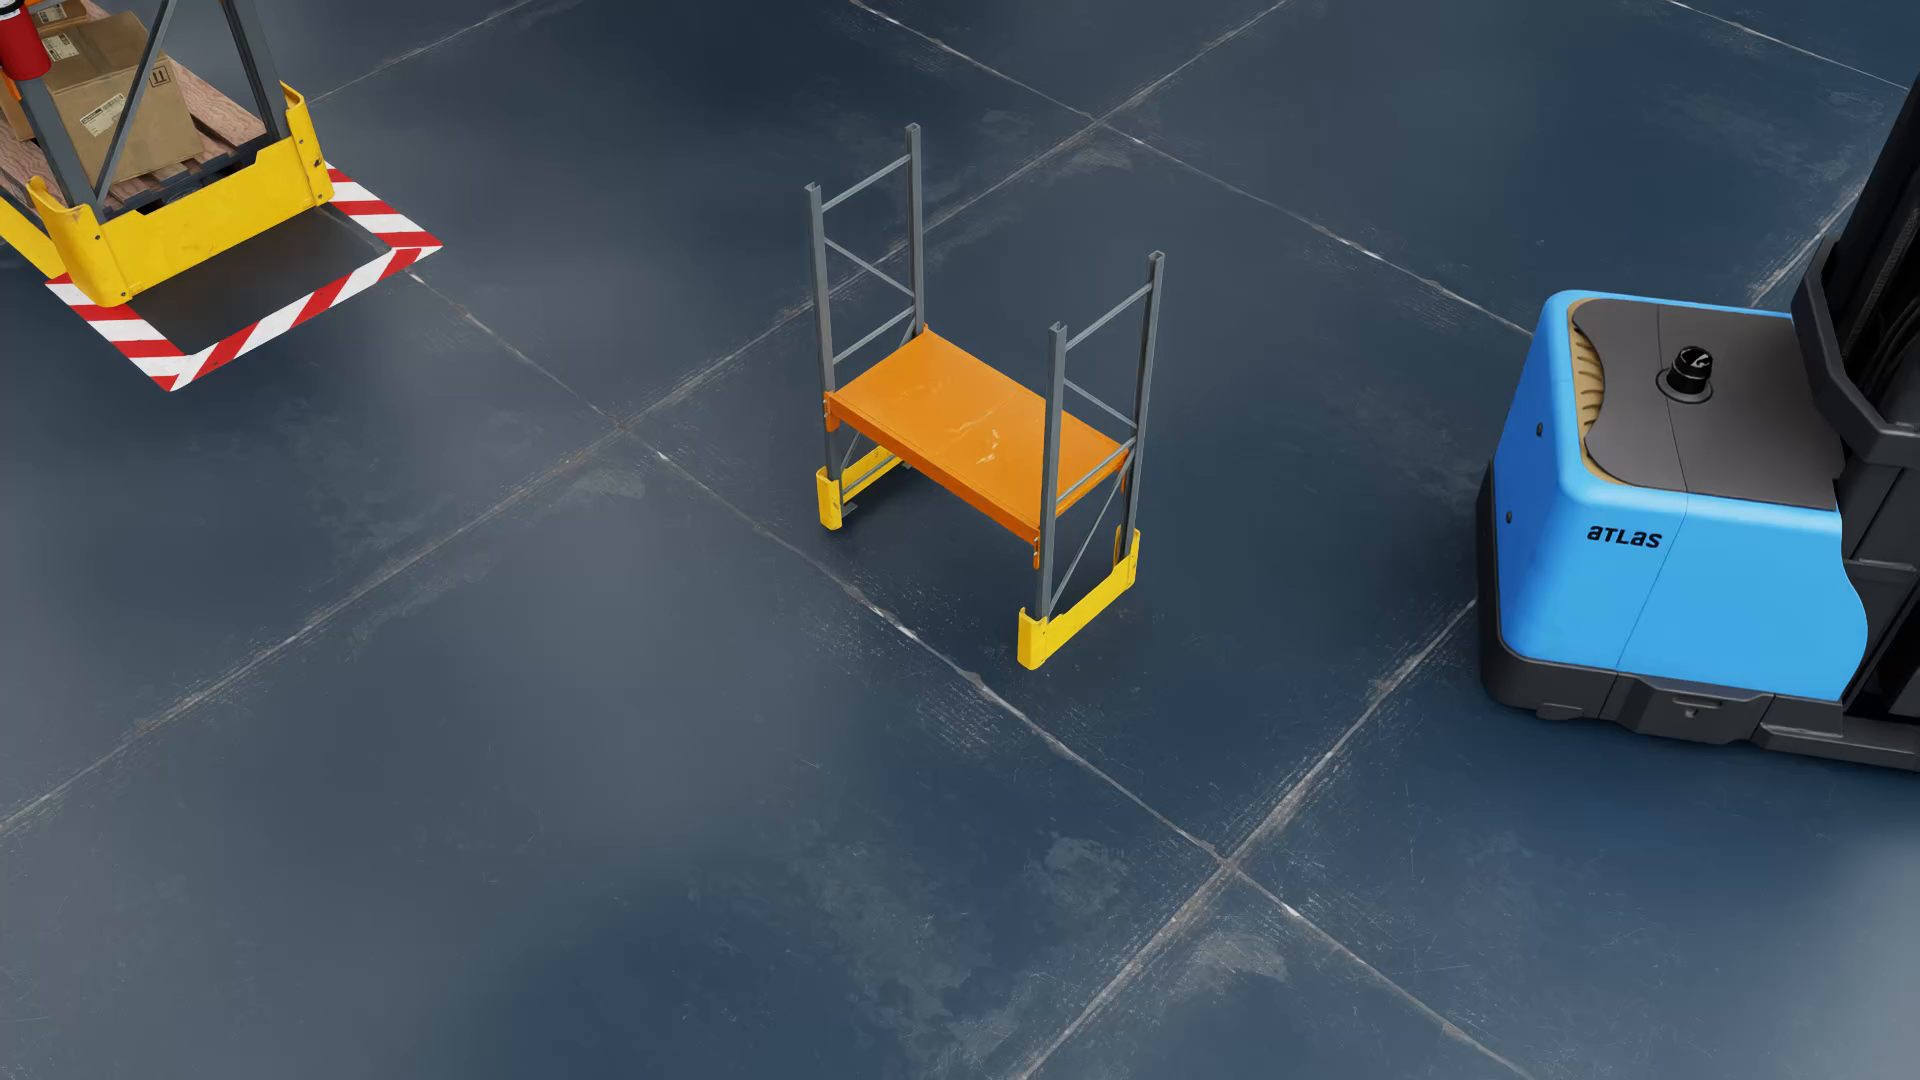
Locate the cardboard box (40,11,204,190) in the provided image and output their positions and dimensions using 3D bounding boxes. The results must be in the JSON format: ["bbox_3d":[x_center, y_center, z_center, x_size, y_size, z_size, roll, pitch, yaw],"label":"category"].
[{"bbox_3d":[-3.808,-1.978,7.476,0.500,0.500,0.500,-28,53,-24],"label":"cardboard box"}]

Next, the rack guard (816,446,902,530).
[{"bbox_3d":[-0.310,-0.294,6.355,0.087,0.250,0.587,34,55,28],"label":"rack guard"}]

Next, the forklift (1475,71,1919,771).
[{"bbox_3d":[3.355,-0.577,4.781,3.031,2.935,1.130,8,47,7],"label":"forklift"}]

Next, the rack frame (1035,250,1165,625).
[{"bbox_3d":[0.436,-0.220,5.428,0.032,1.500,0.500,34,55,28],"label":"rack frame"}]

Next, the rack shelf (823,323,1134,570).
[{"bbox_3d":[0.063,-0.348,5.795,1.000,0.185,0.538,34,55,28],"label":"rack shelf"}]

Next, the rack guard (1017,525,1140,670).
[{"bbox_3d":[0.422,0.198,5.892,0.087,0.250,0.587,34,55,28],"label":"rack guard"}]

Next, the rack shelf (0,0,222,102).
[{"bbox_3d":[-4.830,-3.115,7.611,4.000,0.370,1.077,34,55,28],"label":"rack shelf"}]

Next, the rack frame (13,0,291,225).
[{"bbox_3d":[-3.361,-2.372,6.420,0.127,3.000,1.000,34,55,28],"label":"rack frame"}]

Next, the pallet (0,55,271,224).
[{"bbox_3d":[-3.989,-1.876,7.867,1.213,0.211,1.003,34,55,28],"label":"pallet"}]

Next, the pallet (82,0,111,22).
[{"bbox_3d":[-4.882,-2.479,8.433,1.213,0.211,1.003,34,55,28],"label":"pallet"}]

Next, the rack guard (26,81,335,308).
[{"bbox_3d":[-3.416,-1.554,7.366,0.348,0.500,1.175,34,55,28],"label":"rack guard"}]

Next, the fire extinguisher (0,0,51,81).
[{"bbox_3d":[-3.589,-2.042,6.163,0.183,0.674,0.296,34,55,28],"label":"fire extinguisher"}]

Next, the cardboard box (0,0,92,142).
[{"bbox_3d":[-4.271,-2.255,7.737,0.500,0.500,0.500,-25,52,-21],"label":"cardboard box"}]

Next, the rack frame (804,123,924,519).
[{"bbox_3d":[-0.311,-0.723,5.900,0.032,1.500,0.500,34,55,28],"label":"rack frame"}]

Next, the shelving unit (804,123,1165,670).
[{"bbox_3d":[0.056,-0.476,5.668,1.083,1.500,0.587,34,55,28],"label":"shelving unit"}]
